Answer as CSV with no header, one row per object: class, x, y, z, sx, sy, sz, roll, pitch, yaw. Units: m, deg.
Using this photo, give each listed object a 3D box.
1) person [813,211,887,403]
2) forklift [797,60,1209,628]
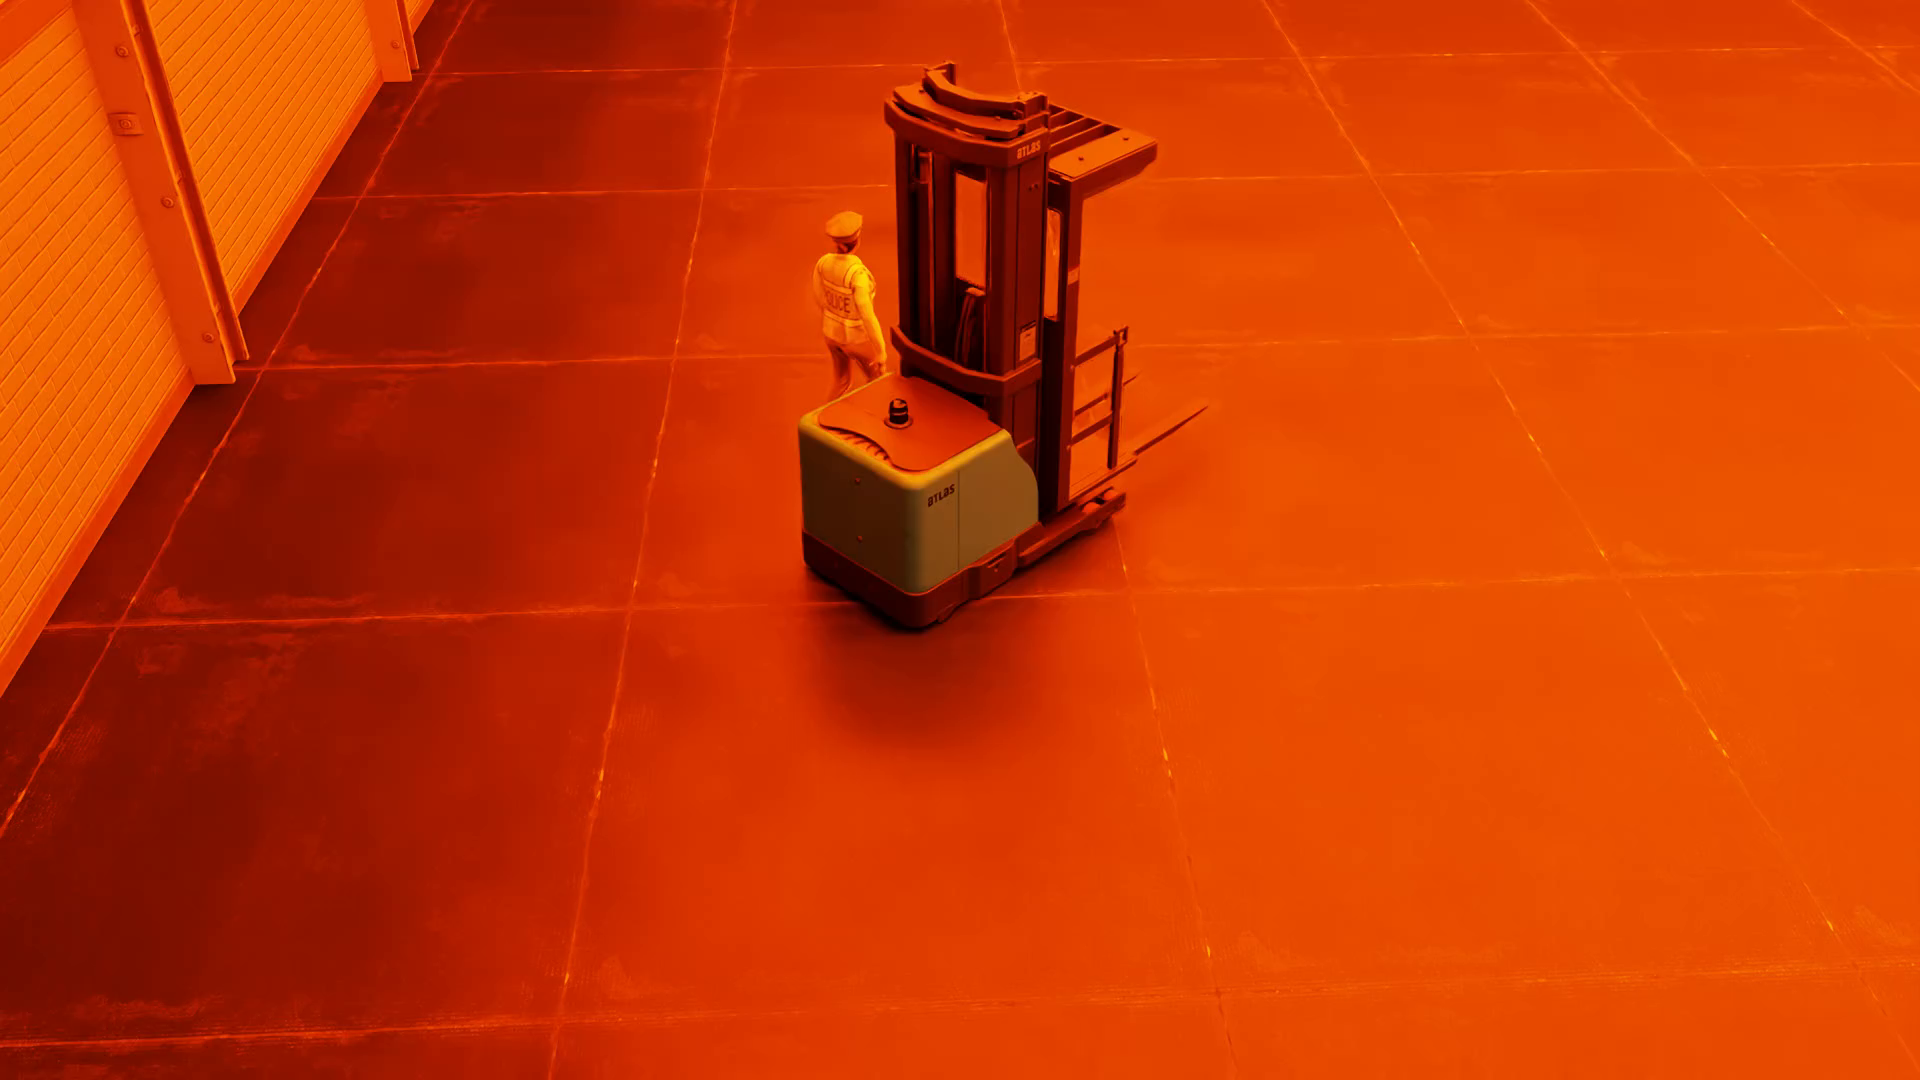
person,-0.678,-1.382,10.988,0.657,1.661,0.478,28,44,32
forklift,0.422,-1.445,9.995,1.130,2.935,3.031,30,45,34
